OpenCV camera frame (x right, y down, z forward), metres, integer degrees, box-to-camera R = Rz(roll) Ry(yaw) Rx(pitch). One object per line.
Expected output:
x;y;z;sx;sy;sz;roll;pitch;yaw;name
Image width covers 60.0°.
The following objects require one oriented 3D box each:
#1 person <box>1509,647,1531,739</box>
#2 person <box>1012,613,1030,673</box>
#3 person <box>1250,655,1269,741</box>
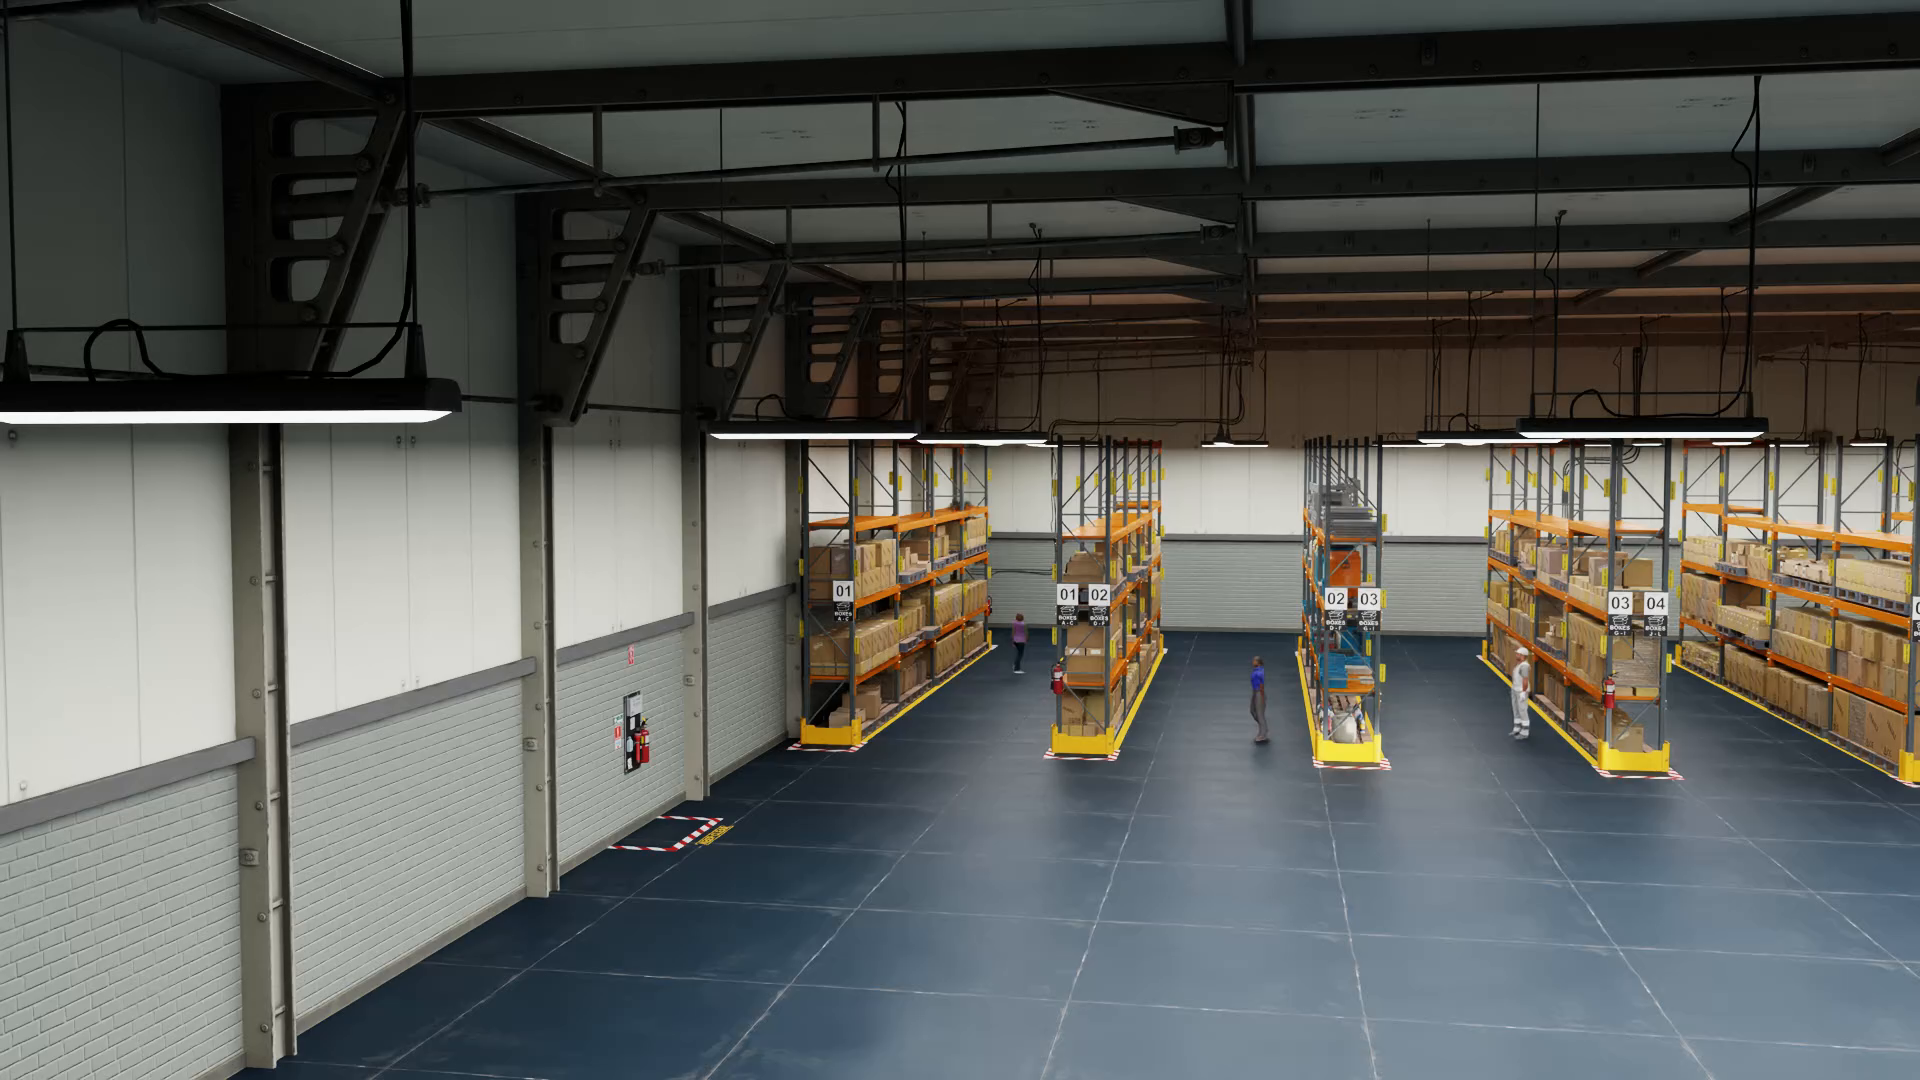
11.139;3.027;33.067;0.388;1.796;0.589;0;3;-6;person
1.576;2.636;42.481;0.478;1.592;0.413;-2;4;-37;person
5.935;3.114;32.815;0.378;1.681;0.552;0;3;7;person
